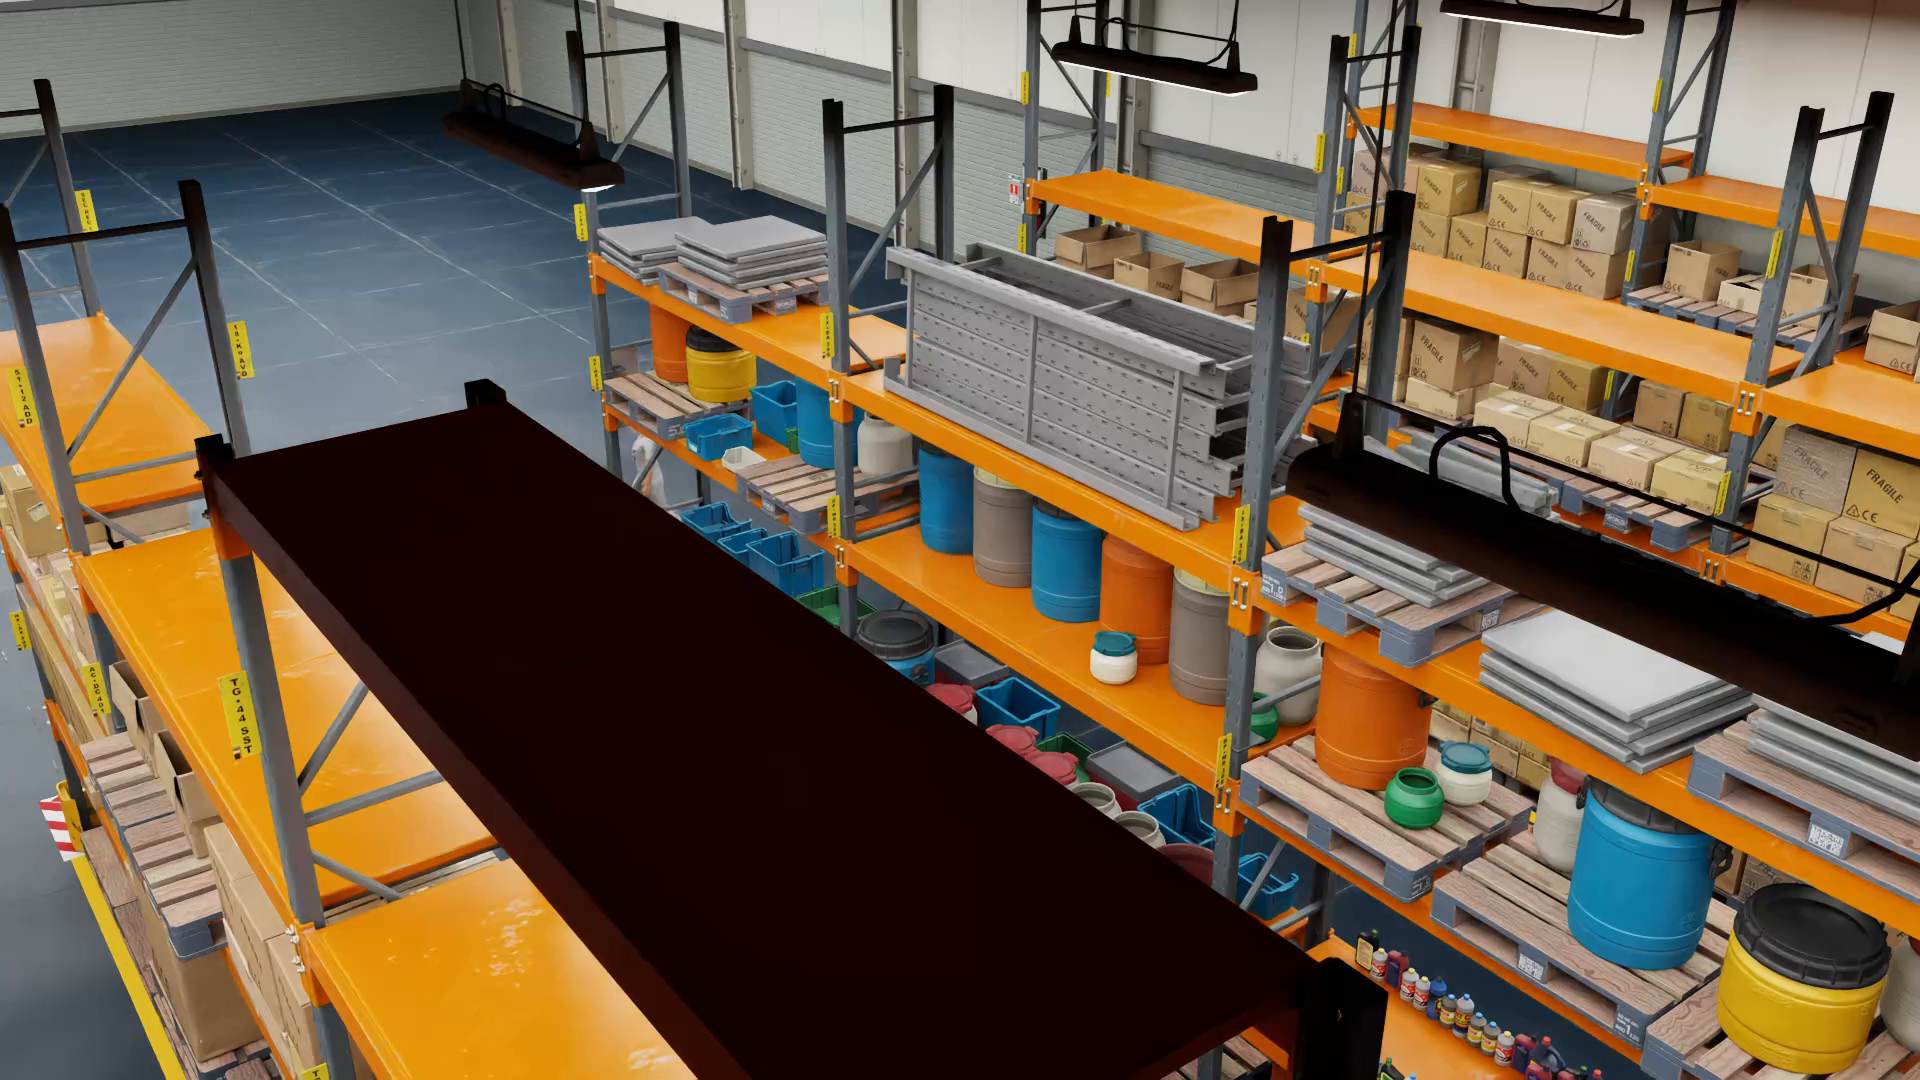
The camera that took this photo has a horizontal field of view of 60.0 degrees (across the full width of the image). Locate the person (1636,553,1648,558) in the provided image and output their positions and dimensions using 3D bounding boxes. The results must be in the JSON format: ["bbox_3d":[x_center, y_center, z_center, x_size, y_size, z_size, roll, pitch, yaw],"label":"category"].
[{"bbox_3d":[6.031,0.780,15.371,0.501,1.631,0.610,-16,29,-30],"label":"person"}]

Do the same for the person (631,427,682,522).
[{"bbox_3d":[-3.441,-0.680,18.504,0.880,1.640,0.455,-9,26,-19],"label":"person"}]
